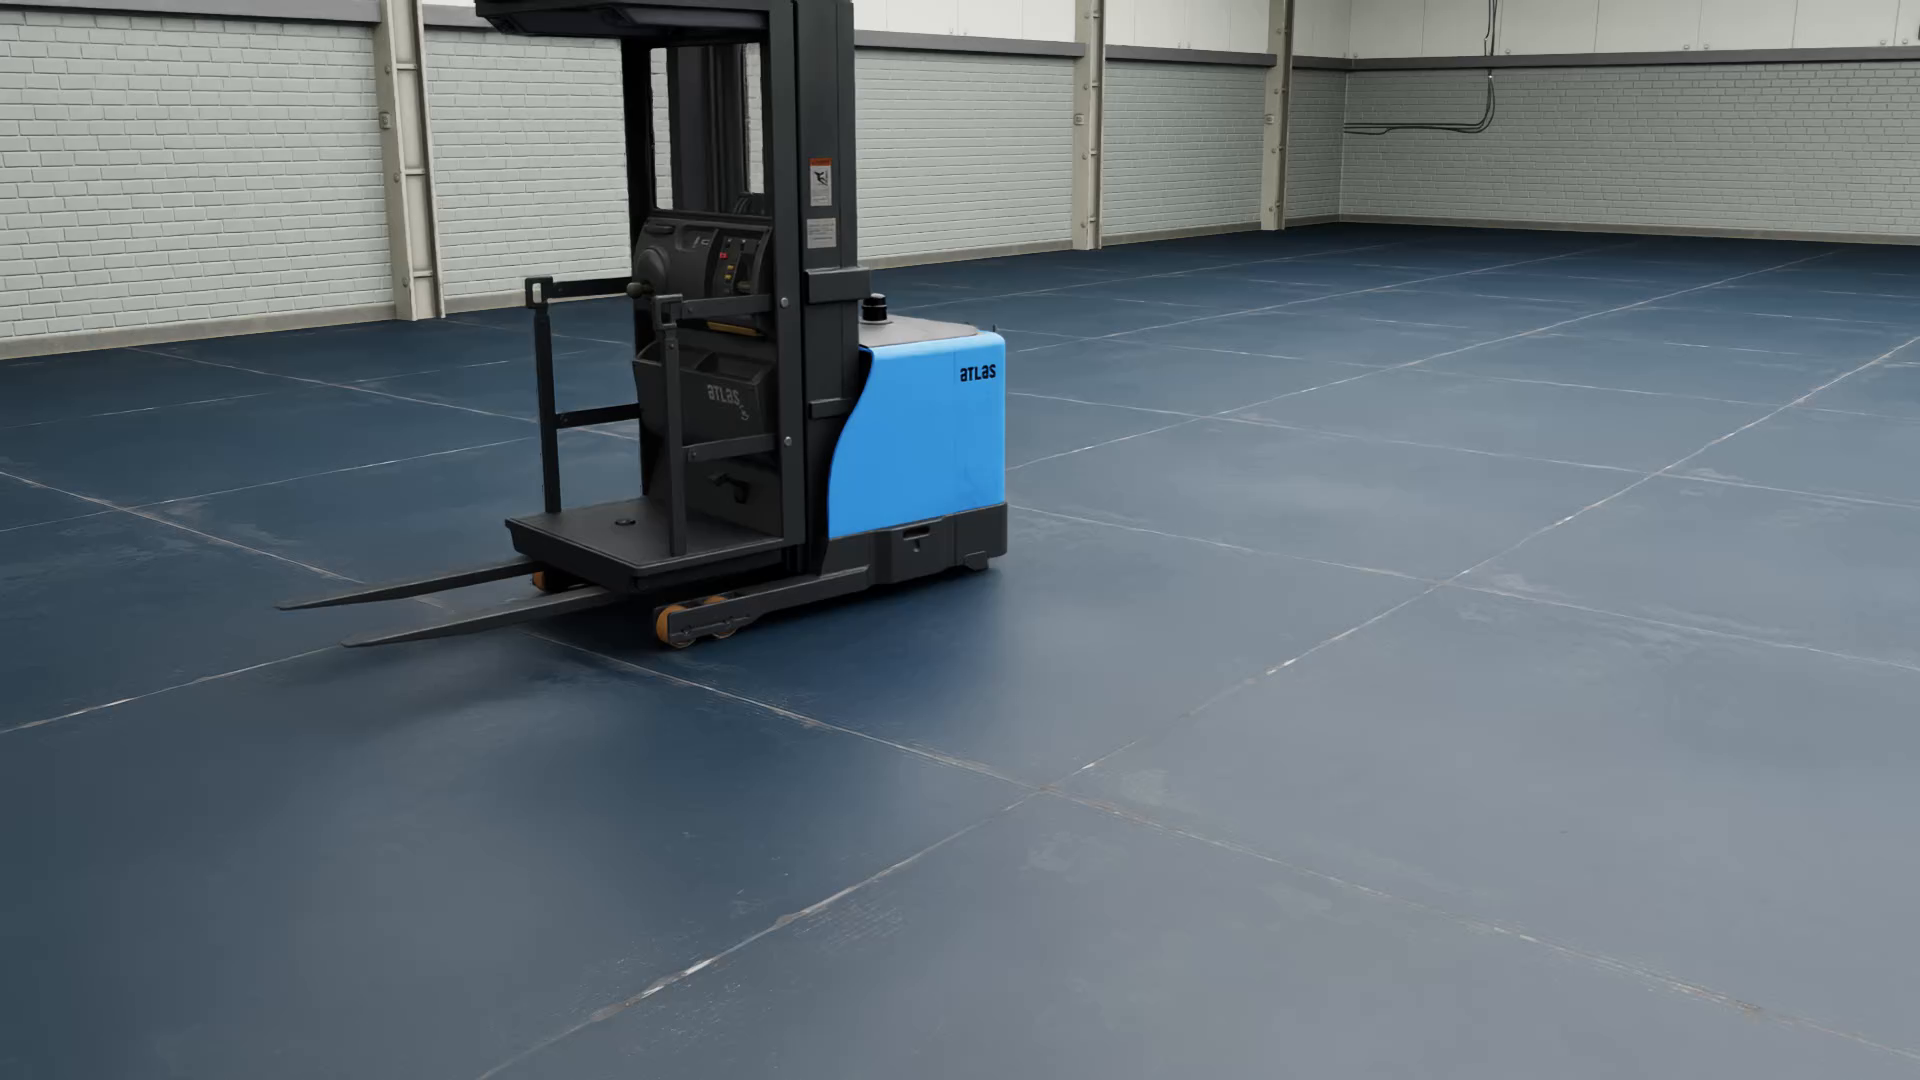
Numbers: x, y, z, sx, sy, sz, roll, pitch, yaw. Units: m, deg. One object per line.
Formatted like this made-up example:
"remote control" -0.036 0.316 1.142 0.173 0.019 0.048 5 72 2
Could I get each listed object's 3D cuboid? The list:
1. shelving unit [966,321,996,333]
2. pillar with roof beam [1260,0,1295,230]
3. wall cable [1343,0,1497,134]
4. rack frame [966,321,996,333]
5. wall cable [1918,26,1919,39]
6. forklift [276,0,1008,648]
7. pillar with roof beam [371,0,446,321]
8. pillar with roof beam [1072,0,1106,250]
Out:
"shelving unit" 0.012 -0.504 7.975 0.252 1.050 0.215 -13 19 -42
"pillar with roof beam" 9.106 -9.430 26.966 9.100 9.000 0.400 11 18 38
"wall cable" 8.638 -8.951 31.386 3.097 2.526 0.112 11 18 38
"rack frame" 0.100 -0.525 8.056 0.008 1.050 0.200 -13 19 -42
"wall cable" 16.012 -10.632 24.790 2.305 6.003 0.169 11 18 38
"forklift" -1.218 -1.145 6.676 3.031 2.935 1.130 -12 19 -40
"pillar with roof beam" -2.207 -5.983 13.397 9.100 9.000 0.400 11 18 38
"pillar with roof beam" 5.335 -8.281 22.443 9.100 9.000 0.400 11 18 38
